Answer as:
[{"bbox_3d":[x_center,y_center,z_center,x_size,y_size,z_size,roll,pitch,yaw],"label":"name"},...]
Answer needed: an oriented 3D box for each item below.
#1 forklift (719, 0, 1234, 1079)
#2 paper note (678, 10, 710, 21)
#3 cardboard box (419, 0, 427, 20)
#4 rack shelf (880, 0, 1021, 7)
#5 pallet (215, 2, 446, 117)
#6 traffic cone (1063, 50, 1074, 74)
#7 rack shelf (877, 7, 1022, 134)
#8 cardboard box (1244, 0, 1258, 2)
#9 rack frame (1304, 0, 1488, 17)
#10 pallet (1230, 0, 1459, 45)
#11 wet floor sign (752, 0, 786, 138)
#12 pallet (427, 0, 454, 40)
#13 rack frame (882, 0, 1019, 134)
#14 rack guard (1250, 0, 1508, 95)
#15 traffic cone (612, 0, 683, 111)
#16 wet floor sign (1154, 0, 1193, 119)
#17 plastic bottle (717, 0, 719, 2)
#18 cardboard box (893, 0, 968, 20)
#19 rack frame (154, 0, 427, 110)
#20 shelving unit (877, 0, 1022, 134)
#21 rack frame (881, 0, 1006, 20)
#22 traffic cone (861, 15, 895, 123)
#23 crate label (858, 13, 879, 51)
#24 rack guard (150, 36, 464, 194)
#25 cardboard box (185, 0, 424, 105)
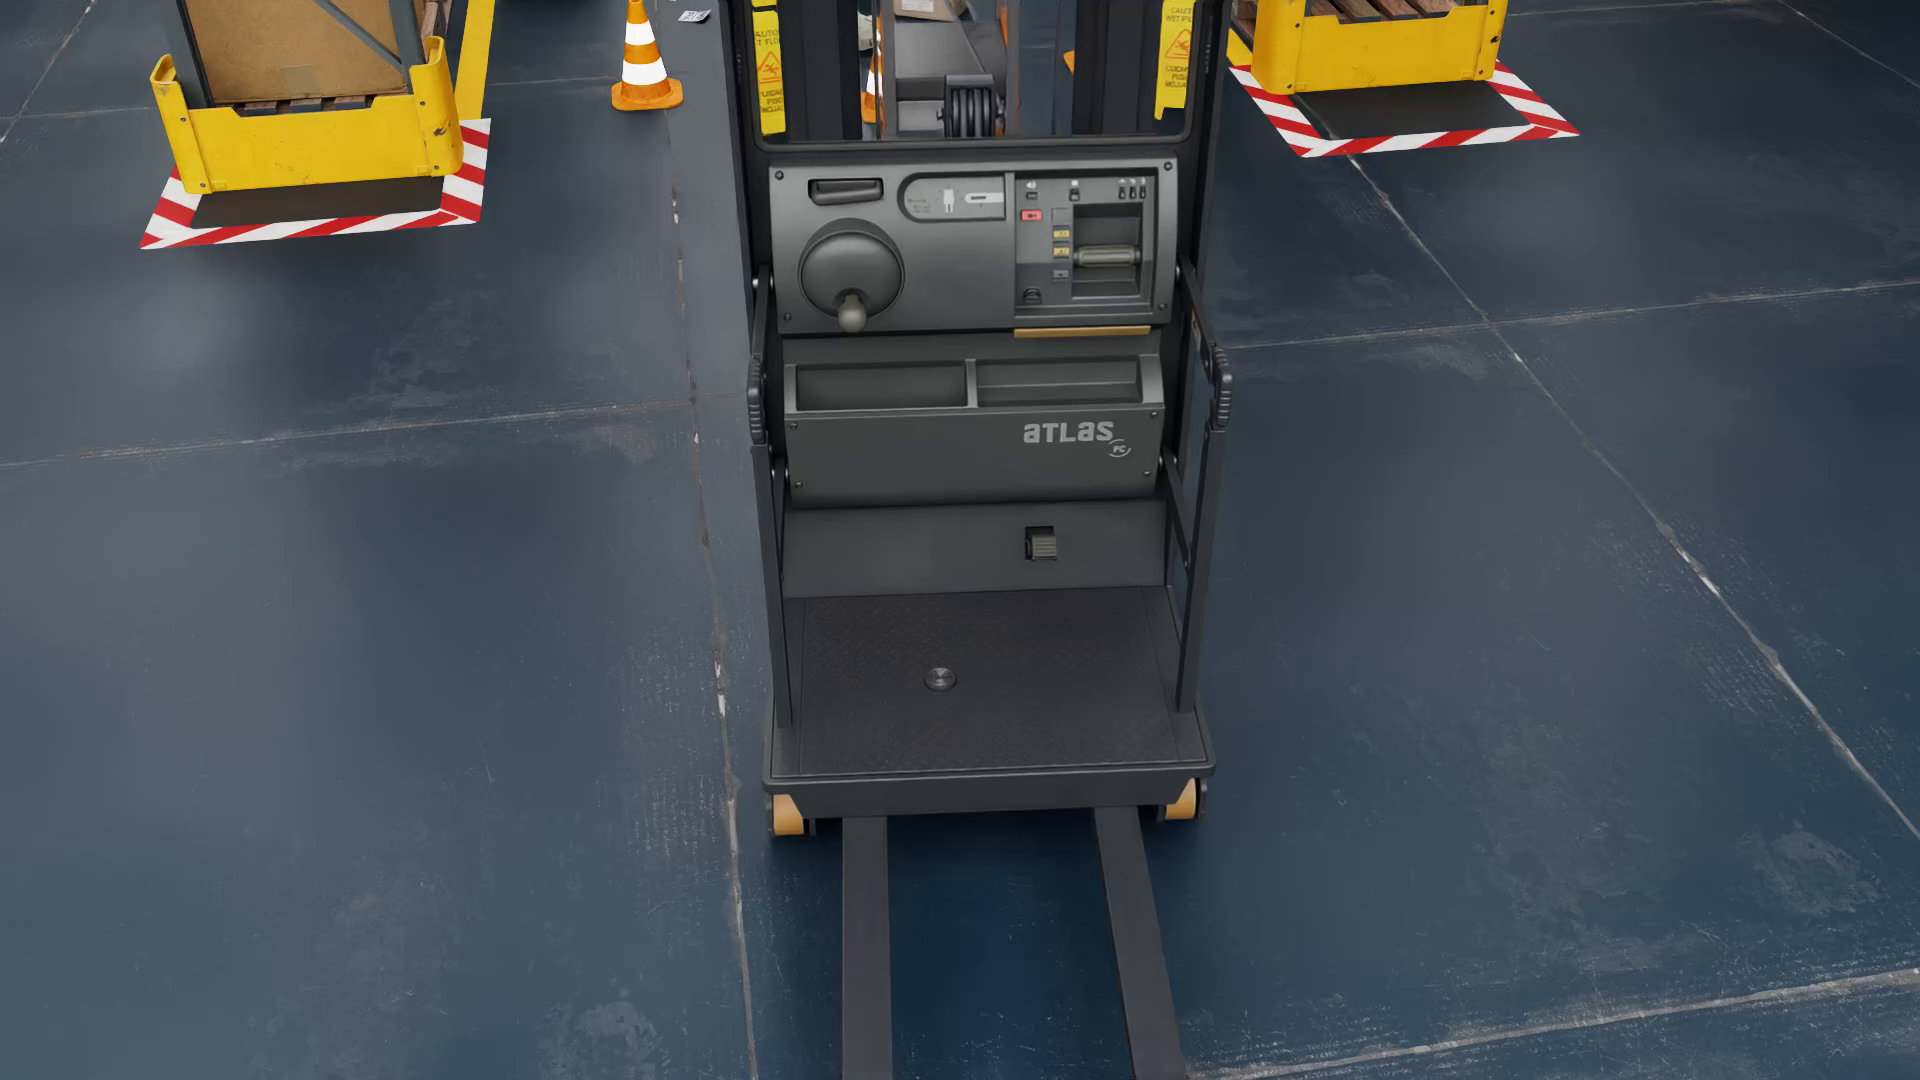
[{"bbox_3d":[0.048,-0.608,3.643,1.130,2.935,3.031,-2,38,-2],"label":"forklift"},{"bbox_3d":[-1.406,-2.781,8.807,0.144,0.017,0.142,6,38,8],"label":"paper note"},{"bbox_3d":[-3.150,-3.111,8.198,0.875,0.875,0.875,-7,38,-9],"label":"cardboard box"},{"bbox_3d":[-0.041,-1.908,4.876,0.431,0.518,0.480,-2,38,-2],"label":"rack shelf"},{"bbox_3d":[-3.027,-2.223,7.940,1.003,0.211,1.213,-6,38,-8],"label":"pallet"},{"bbox_3d":[0.701,-2.563,8.171,0.336,0.463,0.334,-6,38,-8],"label":"traffic cone"},{"bbox_3d":[-0.041,-1.356,5.306,0.431,0.518,0.480,-2,38,-2],"label":"rack shelf"},{"bbox_3d":[1.635,-2.997,8.562,0.500,0.250,0.500,-6,38,-8],"label":"cardboard box"},{"bbox_3d":[2.046,-3.443,7.237,1.000,3.000,0.127,-6,38,-8],"label":"rack frame"},{"bbox_3d":[1.925,-2.883,8.788,1.003,0.211,1.213,-6,38,-8],"label":"pallet"},{"bbox_3d":[-0.855,-2.116,7.447,0.267,0.644,0.232,-13,40,-16],"label":"wet floor sign"},{"bbox_3d":[-3.237,-2.959,8.886,1.003,0.211,1.213,-6,38,-8],"label":"pallet"},{"bbox_3d":[-0.027,-1.217,5.105,0.400,2.100,0.015,-2,38,-2],"label":"rack frame"},{"bbox_3d":[2.033,-2.502,8.063,1.175,0.500,0.348,-6,38,-8],"label":"rack guard"},{"bbox_3d":[-1.505,-2.322,7.861,0.336,0.463,0.334,-6,38,-8],"label":"traffic cone"},{"bbox_3d":[1.026,-2.284,7.664,0.267,0.644,0.232,6,38,8],"label":"wet floor sign"},{"bbox_3d":[-1.298,-2.998,9.059,0.133,0.061,0.283,-20,42,-23],"label":"plastic bottle"},{"bbox_3d":[-0.172,-2.892,8.851,0.380,0.149,0.250,13,40,16],"label":"cardboard box"},{"bbox_3d":[-2.810,-2.850,6.474,1.000,3.000,0.127,-6,38,-8],"label":"rack frame"},{"bbox_3d":[-0.041,-1.366,5.297,0.431,2.100,0.503,-2,38,-2],"label":"shelving unit"},{"bbox_3d":[-0.054,-1.516,5.490,0.400,2.100,0.015,-2,38,-2],"label":"rack frame"},{"bbox_3d":[-0.333,-2.238,7.753,0.336,0.463,0.334,-6,38,-8],"label":"traffic cone"},{"bbox_3d":[-0.531,-2.577,8.456,0.250,0.136,0.298,-27,45,-31],"label":"crate label"},{"bbox_3d":[-2.805,-1.848,7.222,1.175,0.500,0.348,-6,38,-8],"label":"rack guard"},{"bbox_3d":[-2.994,-2.579,7.515,0.875,0.875,0.875,-6,38,-8],"label":"cardboard box"}]
